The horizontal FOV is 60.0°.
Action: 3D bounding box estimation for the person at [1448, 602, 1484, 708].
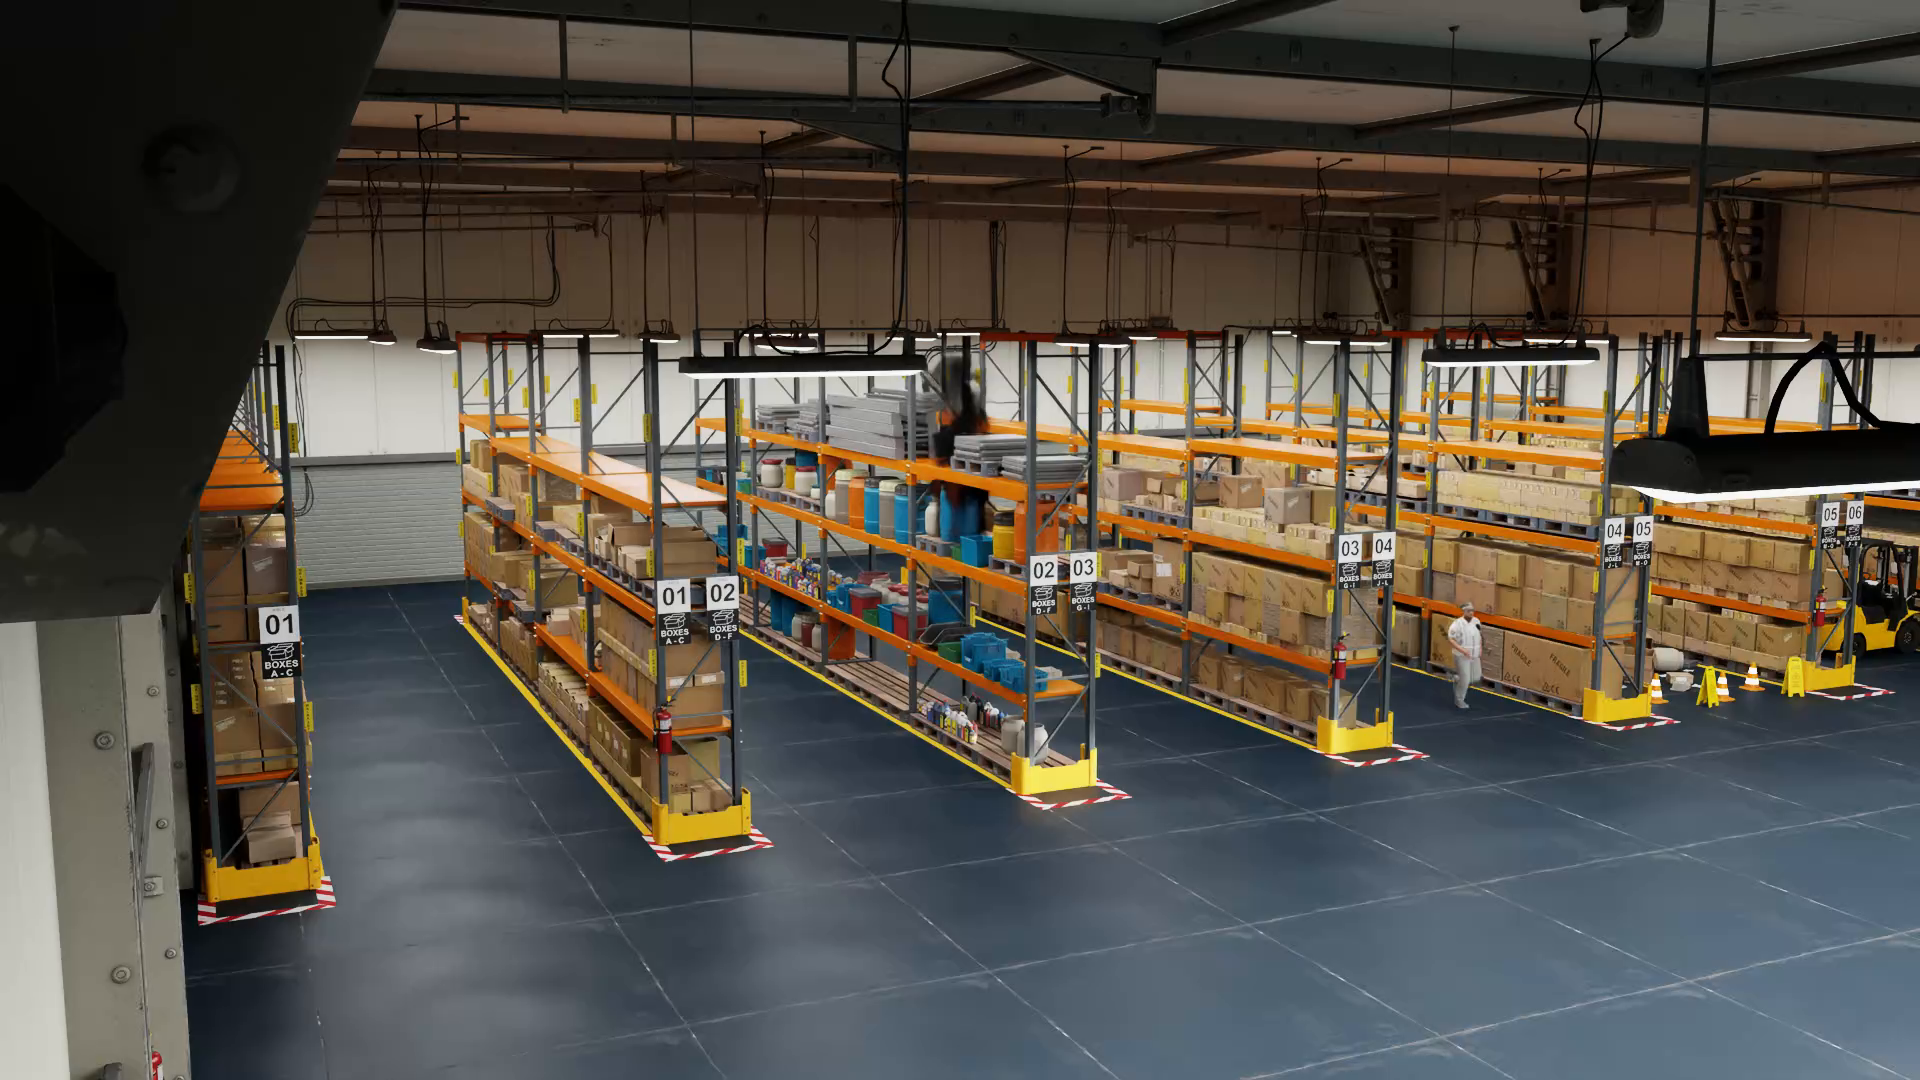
[{"bbox_3d":[8.205,1.845,26.982,0.679,1.750,0.672,-3,8,-19],"label":"person"}]
